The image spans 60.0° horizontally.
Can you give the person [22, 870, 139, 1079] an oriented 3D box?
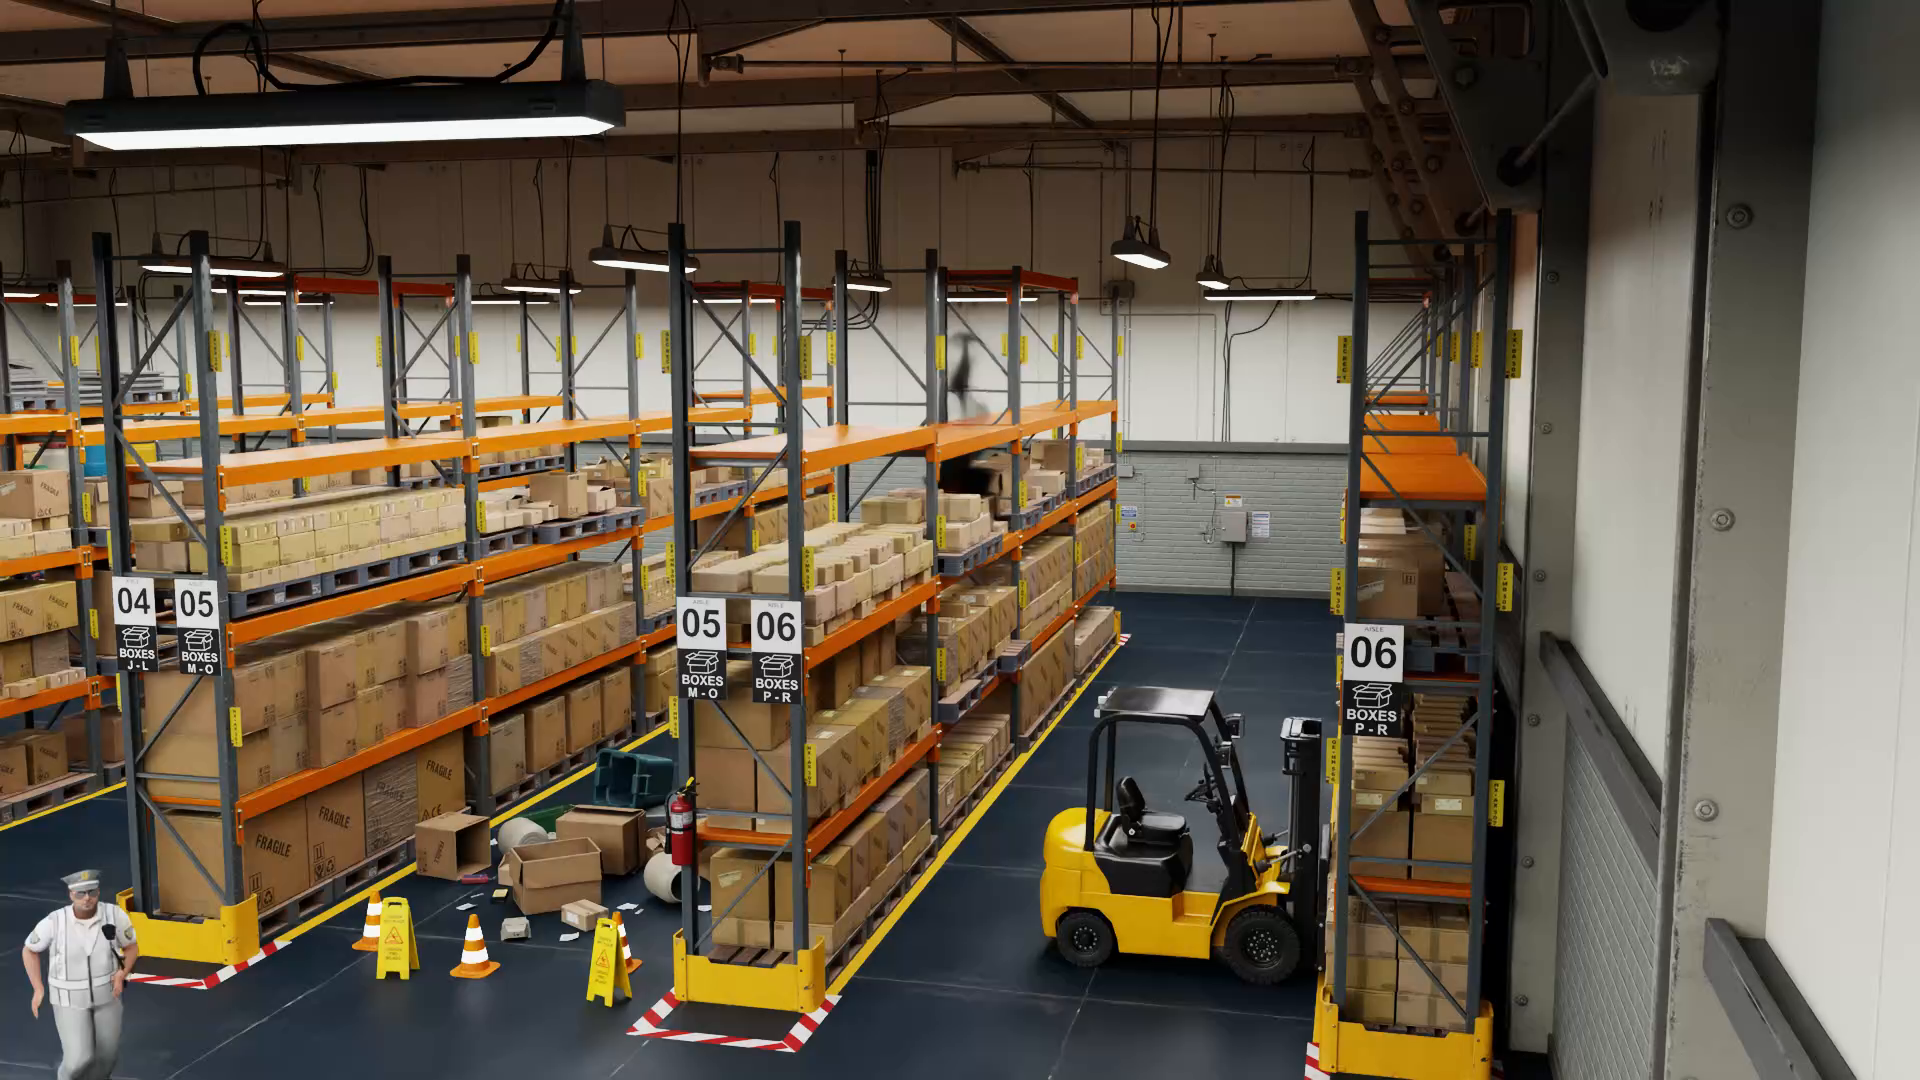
[{"bbox_3d":[-5.696,2.983,10.865,0.651,1.721,0.664,-6,9,-39],"label":"person"}]
